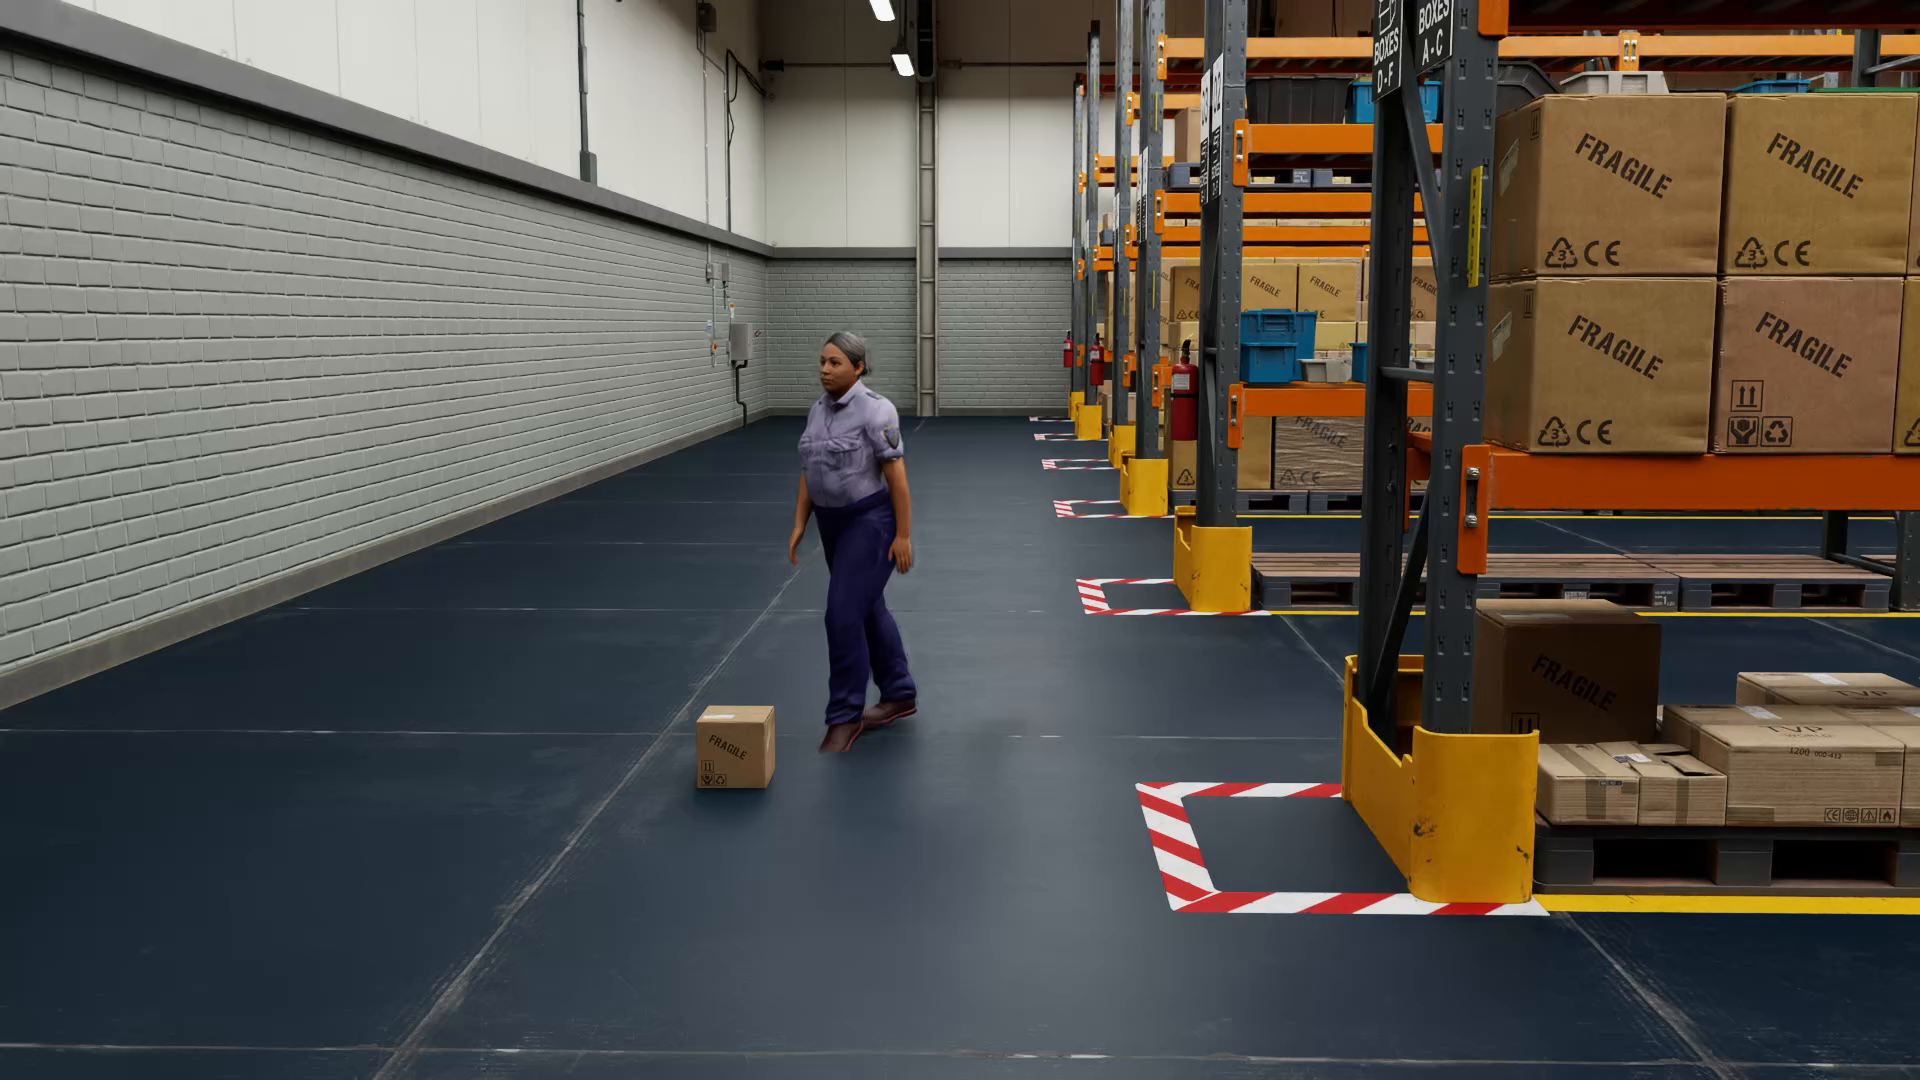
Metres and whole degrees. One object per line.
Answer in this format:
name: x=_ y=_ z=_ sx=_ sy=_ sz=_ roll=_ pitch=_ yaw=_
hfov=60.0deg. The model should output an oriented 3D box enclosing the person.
person: x=-0.415 y=0.010 z=6.724 sx=0.635 sy=1.695 sz=0.487 roll=-6 pitch=9 yaw=-37
